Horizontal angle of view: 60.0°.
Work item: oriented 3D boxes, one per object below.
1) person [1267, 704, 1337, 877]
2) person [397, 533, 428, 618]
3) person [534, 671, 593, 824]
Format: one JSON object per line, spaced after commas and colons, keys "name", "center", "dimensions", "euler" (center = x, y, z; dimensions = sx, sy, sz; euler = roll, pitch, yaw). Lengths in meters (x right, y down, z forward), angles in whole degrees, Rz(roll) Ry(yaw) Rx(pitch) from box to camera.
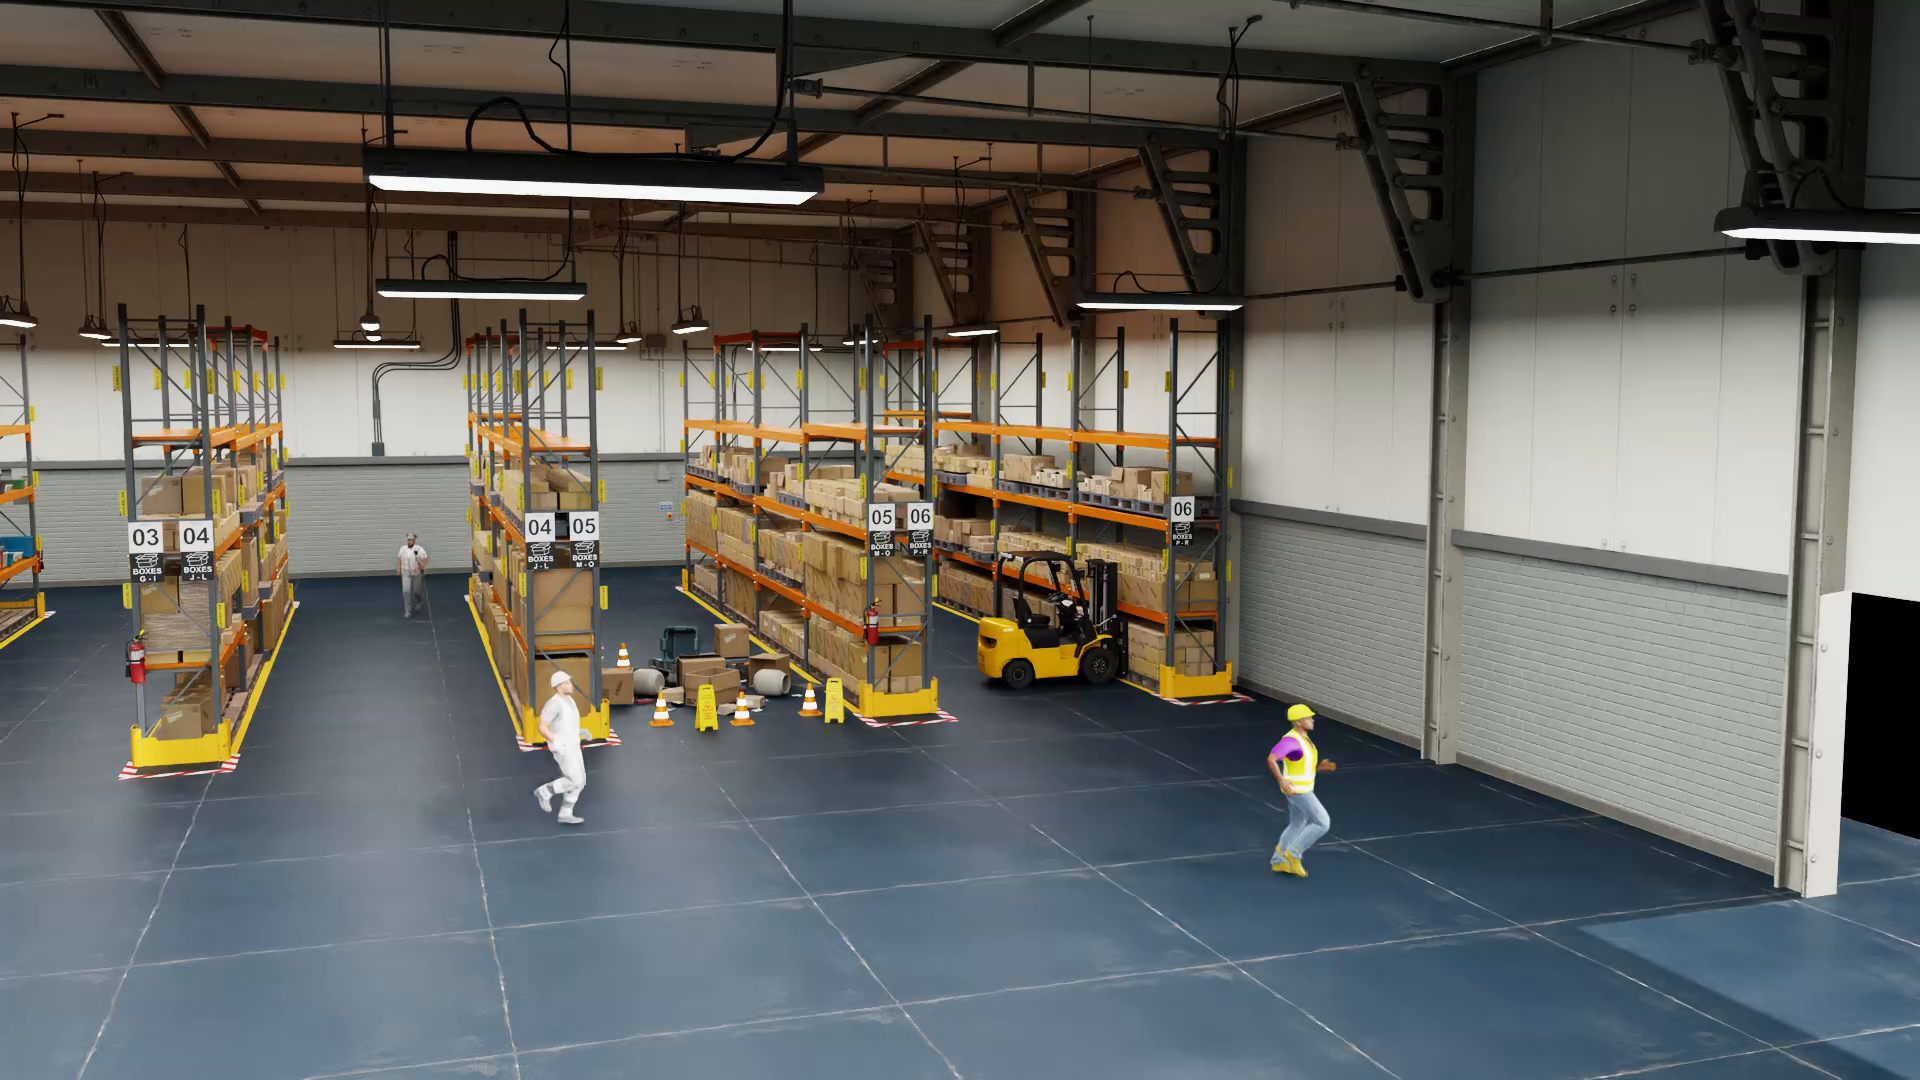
{"name": "person", "center": [3.465, 2.528, 16.822], "dimensions": [0.662, 1.737, 0.691], "euler": [2, 6, 16]}
{"name": "person", "center": [-11.783, 0.737, 35.778], "dimensions": [0.677, 1.797, 0.899], "euler": [-1, 5, -8]}
{"name": "person", "center": [-4.508, 2.353, 18.870], "dimensions": [0.606, 1.738, 0.657], "euler": [1, 6, 11]}
